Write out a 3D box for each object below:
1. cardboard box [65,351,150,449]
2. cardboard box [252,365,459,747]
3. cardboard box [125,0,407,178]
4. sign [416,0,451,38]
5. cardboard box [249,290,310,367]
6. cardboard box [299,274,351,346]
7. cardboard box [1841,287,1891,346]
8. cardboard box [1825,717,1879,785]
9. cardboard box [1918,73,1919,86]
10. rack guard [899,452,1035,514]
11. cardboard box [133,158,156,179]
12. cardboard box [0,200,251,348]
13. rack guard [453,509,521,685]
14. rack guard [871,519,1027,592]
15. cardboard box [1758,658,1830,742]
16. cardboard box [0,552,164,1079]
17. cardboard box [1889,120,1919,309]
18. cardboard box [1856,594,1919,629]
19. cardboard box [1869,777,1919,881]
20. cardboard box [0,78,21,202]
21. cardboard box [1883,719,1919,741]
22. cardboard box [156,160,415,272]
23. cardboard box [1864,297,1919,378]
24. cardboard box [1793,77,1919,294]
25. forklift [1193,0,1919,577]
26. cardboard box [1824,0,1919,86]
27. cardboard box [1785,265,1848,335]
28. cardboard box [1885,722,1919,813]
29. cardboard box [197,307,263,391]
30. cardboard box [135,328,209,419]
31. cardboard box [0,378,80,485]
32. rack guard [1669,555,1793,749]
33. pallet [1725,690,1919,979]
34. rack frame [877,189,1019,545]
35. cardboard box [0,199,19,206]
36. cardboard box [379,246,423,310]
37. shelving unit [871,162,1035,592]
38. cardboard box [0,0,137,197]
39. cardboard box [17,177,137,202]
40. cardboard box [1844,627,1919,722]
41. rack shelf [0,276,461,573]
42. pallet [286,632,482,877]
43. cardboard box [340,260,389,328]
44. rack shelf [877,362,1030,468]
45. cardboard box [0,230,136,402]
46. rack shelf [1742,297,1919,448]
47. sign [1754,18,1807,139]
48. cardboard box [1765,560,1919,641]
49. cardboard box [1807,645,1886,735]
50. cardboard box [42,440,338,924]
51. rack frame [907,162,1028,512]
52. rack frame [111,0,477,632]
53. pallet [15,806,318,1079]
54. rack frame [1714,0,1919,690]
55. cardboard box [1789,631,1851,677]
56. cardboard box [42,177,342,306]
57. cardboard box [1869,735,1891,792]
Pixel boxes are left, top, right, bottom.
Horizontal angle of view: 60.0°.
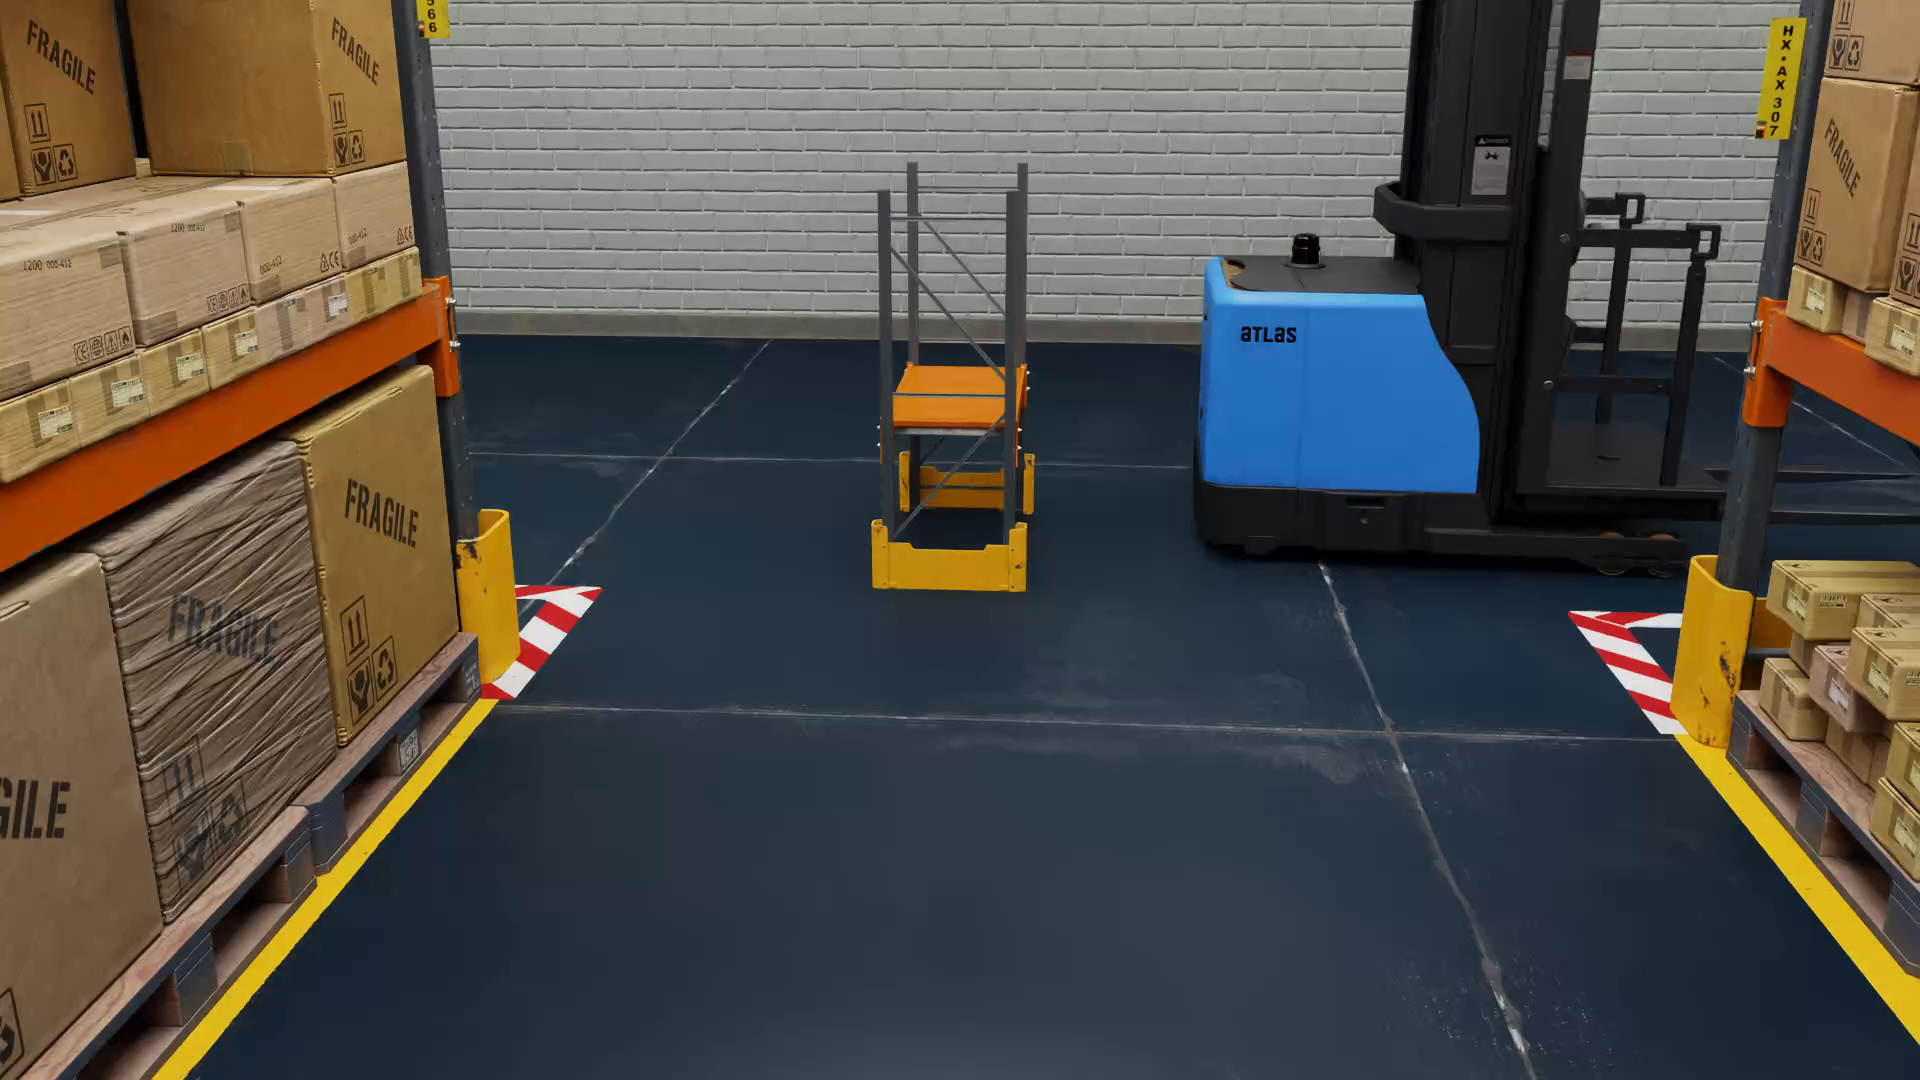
[{"bbox_3d":[-1.914,-0.292,3.401,0.380,0.149,0.250,2,18,5],"label":"cardboard box"},{"bbox_3d":[-2.073,0.006,4.824,0.875,0.875,0.875,1,18,4],"label":"cardboard box"},{"bbox_3d":[-1.879,-1.274,4.551,0.500,0.500,0.500,2,18,5],"label":"cardboard box"},{"bbox_3d":[-1.566,-1.651,4.904,0.100,0.325,0.005,1,18,4],"label":"sign"},{"bbox_3d":[-1.859,-0.530,4.128,0.380,0.149,0.250,2,18,5],"label":"cardboard box"},{"bbox_3d":[-1.840,-0.608,4.364,0.380,0.149,0.250,1,18,4],"label":"cardboard box"},{"bbox_3d":[2.506,-0.570,4.248,0.380,0.149,0.250,2,18,6],"label":"cardboard box"},{"bbox_3d":[2.539,0.532,4.387,0.380,0.149,0.250,1,18,4],"label":"cardboard box"},{"bbox_3d":[2.507,-1.236,3.633,0.500,0.500,0.500,2,18,6],"label":"cardboard box"},{"bbox_3d":[0.030,-0.250,7.284,0.587,0.250,0.087,1,18,4],"label":"rack guard"},{"bbox_3d":[-2.410,-0.931,4.711,0.500,0.250,0.500,1,18,2],"label":"cardboard box"},{"bbox_3d":[-1.950,-0.602,3.707,0.500,0.250,0.500,1,18,2],"label":"cardboard box"},{"bbox_3d":[-2.105,0.176,5.583,1.175,0.500,0.348,1,18,4],"label":"rack guard"},{"bbox_3d":[-0.041,0.060,6.340,0.587,0.250,0.087,1,18,4],"label":"rack guard"},{"bbox_3d":[2.476,0.449,4.641,0.380,0.149,0.250,2,18,5],"label":"cardboard box"},{"bbox_3d":[-2.202,0.565,3.118,0.875,0.875,0.875,1,18,4],"label":"cardboard box"},{"bbox_3d":[2.513,-0.751,3.760,0.500,0.500,0.500,1,18,4],"label":"cardboard box"},{"bbox_3d":[2.557,0.254,4.280,0.380,0.149,0.250,2,18,5],"label":"cardboard box"},{"bbox_3d":[2.401,0.686,3.917,0.380,0.149,0.250,2,18,5],"label":"cardboard box"},{"bbox_3d":[-2.477,-0.971,3.629,0.500,0.500,0.500,1,18,2],"label":"cardboard box"},{"bbox_3d":[2.534,0.470,4.097,0.380,0.149,0.250,2,18,5],"label":"cardboard box"},{"bbox_3d":[-1.877,-0.918,4.671,0.500,0.250,0.500,1,18,3],"label":"cardboard box"},{"bbox_3d":[2.434,-0.487,3.996,0.380,0.149,0.250,1,18,2],"label":"cardboard box"},{"bbox_3d":[2.526,-0.918,4.269,0.500,0.500,0.500,2,18,7],"label":"cardboard box"},{"bbox_3d":[2.516,-1.422,6.556,3.031,2.935,1.130,2,18,6],"label":"forklift"},{"bbox_3d":[2.536,-1.393,4.112,0.500,0.500,0.500,1,18,4],"label":"cardboard box"},{"bbox_3d":[2.483,-0.650,4.492,0.380,0.149,0.250,1,18,3],"label":"cardboard box"},{"bbox_3d":[2.408,0.548,3.861,0.380,0.149,0.250,2,18,6],"label":"cardboard box"},{"bbox_3d":[-1.876,-0.450,3.882,0.380,0.149,0.250,1,18,3],"label":"cardboard box"},{"bbox_3d":[-1.894,-0.369,3.636,0.380,0.149,0.250,1,18,4],"label":"cardboard box"},{"bbox_3d":[-1.930,-0.211,3.154,0.380,0.149,0.250,1,18,2],"label":"cardboard box"},{"bbox_3d":[2.828,0.349,5.054,1.175,0.500,0.348,1,18,4],"label":"rack guard"},{"bbox_3d":[2.734,0.738,4.332,1.003,0.211,1.213,1,18,4],"label":"pallet"},{"bbox_3d":[-0.043,-0.528,6.127,0.500,1.500,0.032,1,18,4],"label":"rack frame"},{"bbox_3d":[-2.481,-0.614,3.742,0.500,0.250,0.500,1,18,2],"label":"cardboard box"},{"bbox_3d":[-1.804,-0.767,4.850,0.380,0.149,0.250,2,18,5],"label":"cardboard box"},{"bbox_3d":[-0.005,-0.689,6.617,0.587,1.500,1.083,1,18,4],"label":"shelving unit"},{"bbox_3d":[-2.446,-1.132,4.121,0.500,0.500,0.500,1,18,3],"label":"cardboard box"},{"bbox_3d":[-2.441,-0.770,4.218,0.500,0.250,0.500,1,18,3],"label":"cardboard box"},{"bbox_3d":[2.411,0.329,4.050,0.380,0.149,0.250,1,18,4],"label":"cardboard box"},{"bbox_3d":[-2.250,-0.041,3.387,1.077,0.370,4.000,1,18,4],"label":"rack shelf"},{"bbox_3d":[-2.086,0.571,4.842,1.003,0.211,1.213,1,18,4],"label":"pallet"},{"bbox_3d":[-1.821,-0.686,4.604,0.380,0.149,0.250,1,18,4],"label":"cardboard box"},{"bbox_3d":[-0.006,-0.515,6.665,0.538,0.185,1.000,1,18,4],"label":"rack shelf"},{"bbox_3d":[-1.983,-0.441,3.213,0.500,0.250,0.500,1,18,4],"label":"cardboard box"},{"bbox_3d":[2.690,0.101,2.954,1.077,0.370,4.000,1,18,4],"label":"rack shelf"},{"bbox_3d":[2.292,-1.286,4.639,0.100,0.325,0.005,1,18,4],"label":"sign"},{"bbox_3d":[2.457,0.165,4.550,0.380,0.149,0.250,0,18,1],"label":"cardboard box"},{"bbox_3d":[2.464,0.392,4.335,0.380,0.149,0.250,1,18,4],"label":"cardboard box"},{"bbox_3d":[-2.138,0.289,3.962,0.875,0.875,0.875,1,18,4],"label":"cardboard box"},{"bbox_3d":[0.030,-0.844,7.090,0.500,1.500,0.032,1,18,4],"label":"rack frame"},{"bbox_3d":[-2.107,-1.004,5.171,1.000,3.000,0.127,1,18,4],"label":"rack frame"},{"bbox_3d":[-2.176,0.949,3.689,1.003,0.211,1.213,1,18,4],"label":"pallet"},{"bbox_3d":[2.833,-0.862,4.737,1.000,3.000,0.127,1,18,4],"label":"rack frame"},{"bbox_3d":[2.540,0.309,4.590,0.380,0.149,0.250,2,18,6],"label":"cardboard box"},{"bbox_3d":[-1.914,-0.760,4.190,0.500,0.250,0.500,1,18,3],"label":"cardboard box"},{"bbox_3d":[2.528,0.609,4.151,0.380,0.149,0.250,1,18,5],"label":"cardboard box"}]
